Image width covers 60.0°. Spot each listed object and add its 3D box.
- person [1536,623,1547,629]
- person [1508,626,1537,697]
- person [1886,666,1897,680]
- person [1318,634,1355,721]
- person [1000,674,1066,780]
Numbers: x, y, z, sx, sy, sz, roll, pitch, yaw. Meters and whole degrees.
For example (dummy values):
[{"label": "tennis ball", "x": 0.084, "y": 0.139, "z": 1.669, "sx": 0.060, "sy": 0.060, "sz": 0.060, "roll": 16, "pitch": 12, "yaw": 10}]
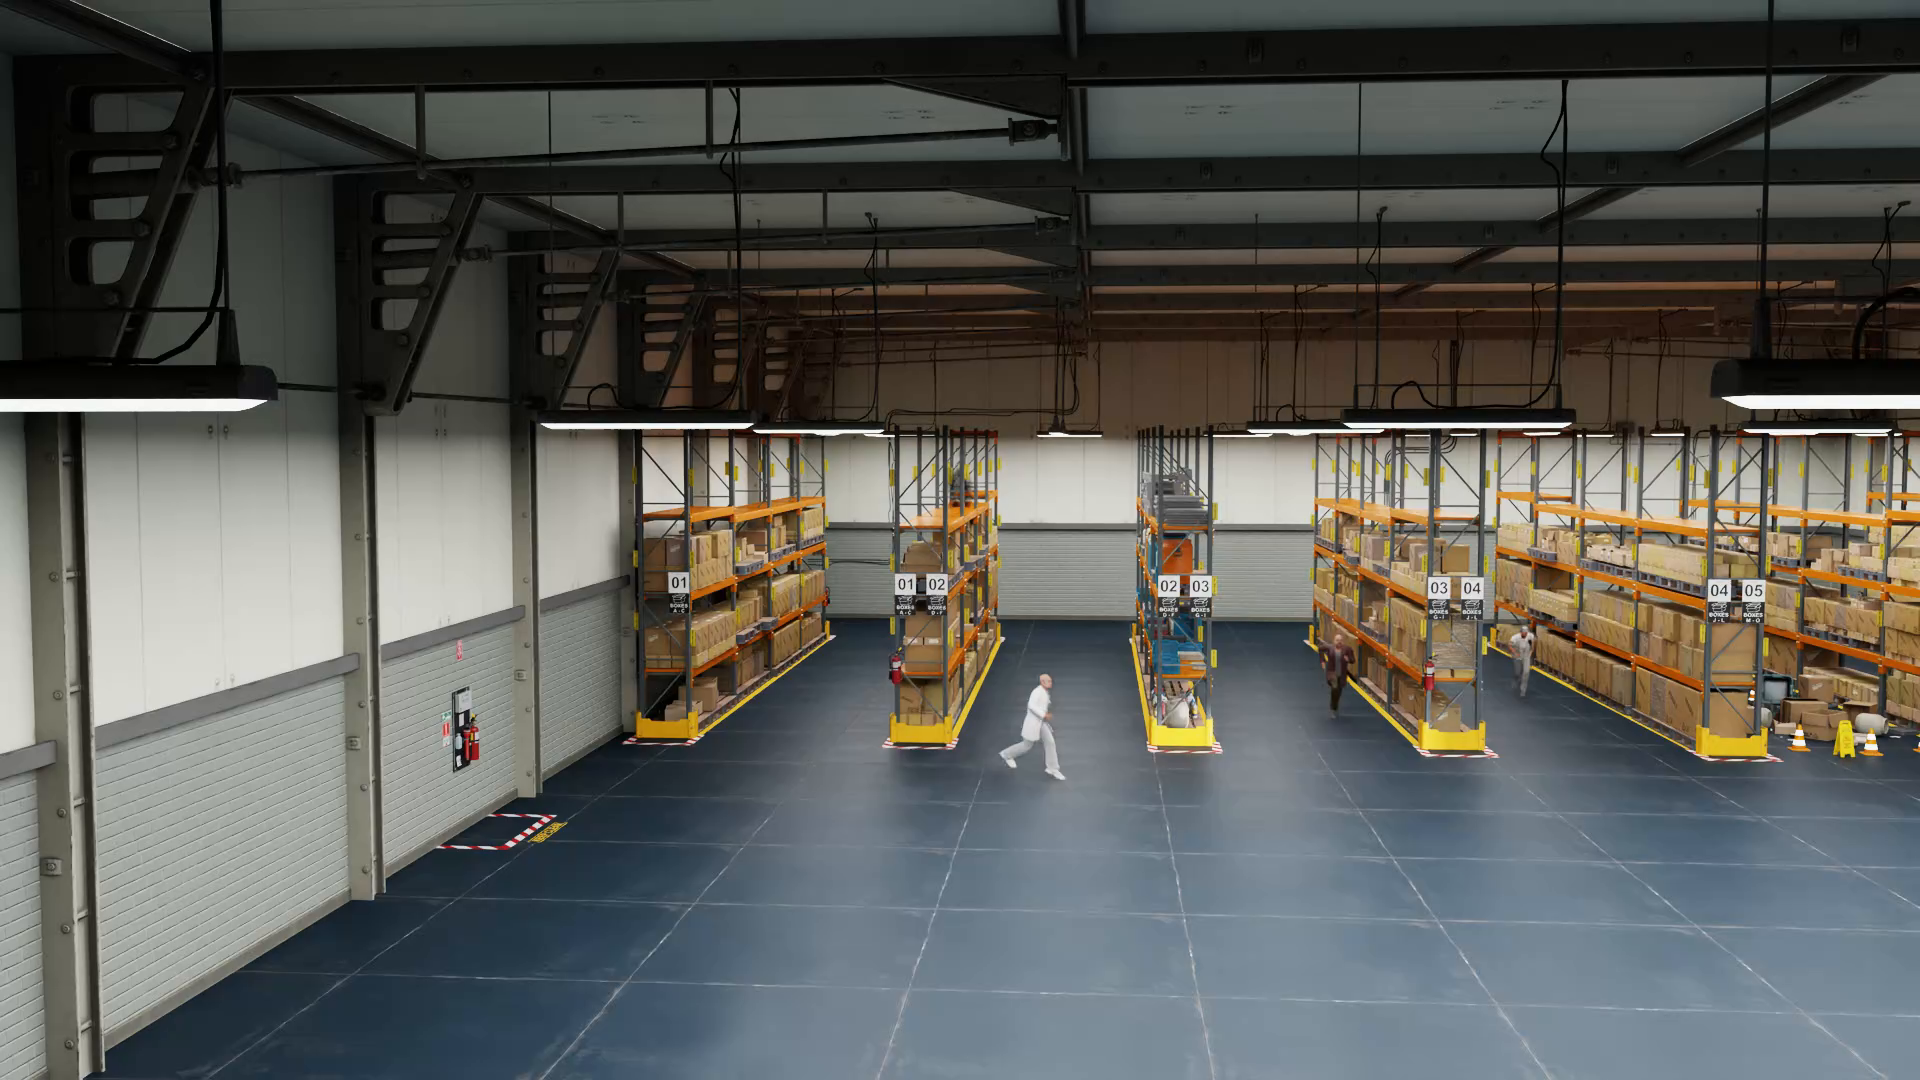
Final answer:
[{"label": "person", "x": 16.417, "y": 2.043, "z": 47.130, "sx": 0.759, "sy": 1.699, "sz": 0.523, "roll": -2, "pitch": 4, "yaw": -30}, {"label": "person", "x": 12.651, "y": 2.702, "z": 37.494, "sx": 0.640, "sy": 1.628, "sz": 1.028, "roll": 0, "pitch": 3, "yaw": 4}, {"label": "person", "x": 21.270, "y": 2.641, "z": 38.007, "sx": 0.645, "sy": 1.657, "sz": 0.669, "roll": 0, "pitch": 3, "yaw": -1}, {"label": "person", "x": 7.739, "y": 2.799, "z": 34.210, "sx": 0.693, "sy": 1.770, "sz": 1.012, "roll": 0, "pitch": 3, "yaw": 0}, {"label": "person", "x": 1.240, "y": 3.154, "z": 28.234, "sx": 1.188, "sy": 1.778, "sz": 0.712, "roll": 2, "pitch": 4, "yaw": 27}]
